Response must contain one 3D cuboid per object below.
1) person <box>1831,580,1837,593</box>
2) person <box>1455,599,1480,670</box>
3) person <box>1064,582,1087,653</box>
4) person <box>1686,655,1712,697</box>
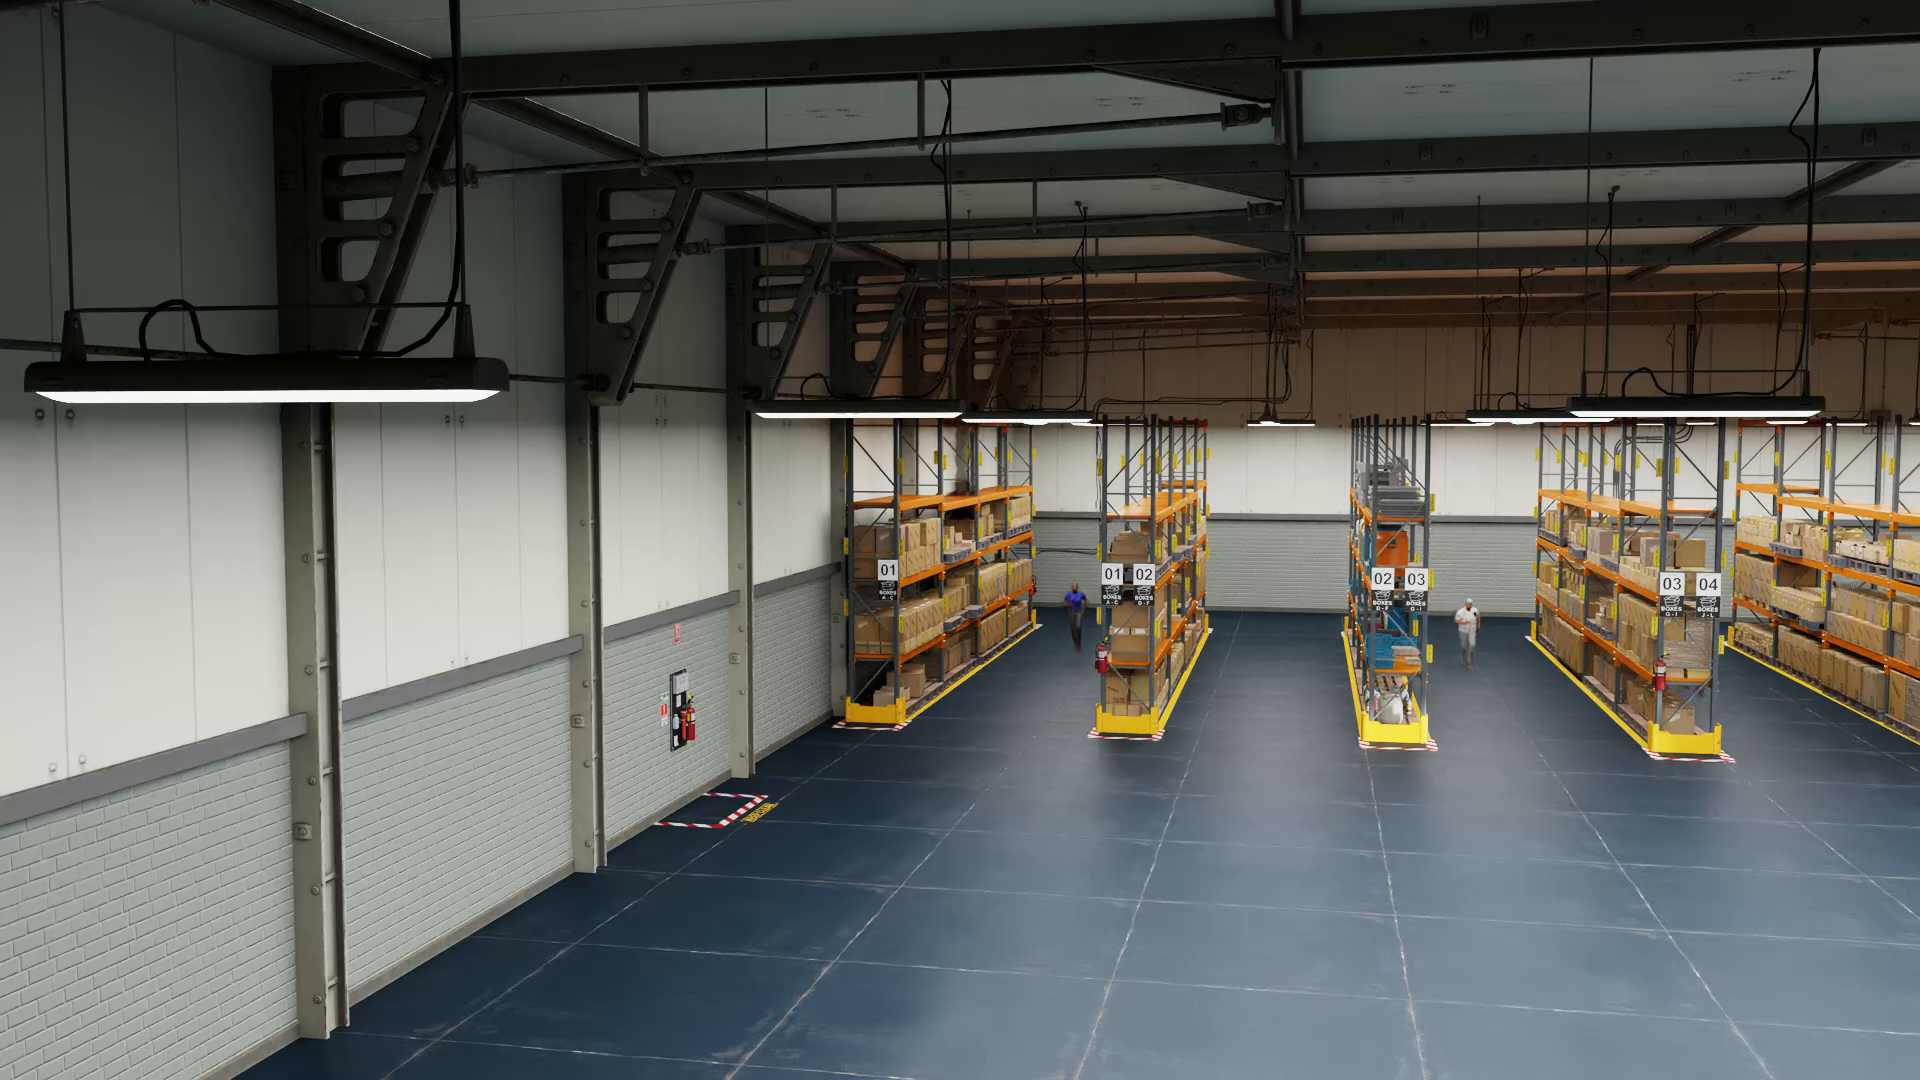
[{"bbox_3d":[23.498,1.908,44.748,0.839,1.668,0.582,1,4,19],"label":"person"},{"bbox_3d":[12.189,2.250,39.968,0.627,1.703,0.882,0,4,5],"label":"person"},{"bbox_3d":[2.849,1.904,41.166,0.559,1.732,0.734,1,4,9],"label":"person"},{"bbox_3d":[15.971,2.549,35.846,0.609,1.621,0.667,1,4,10],"label":"person"}]
